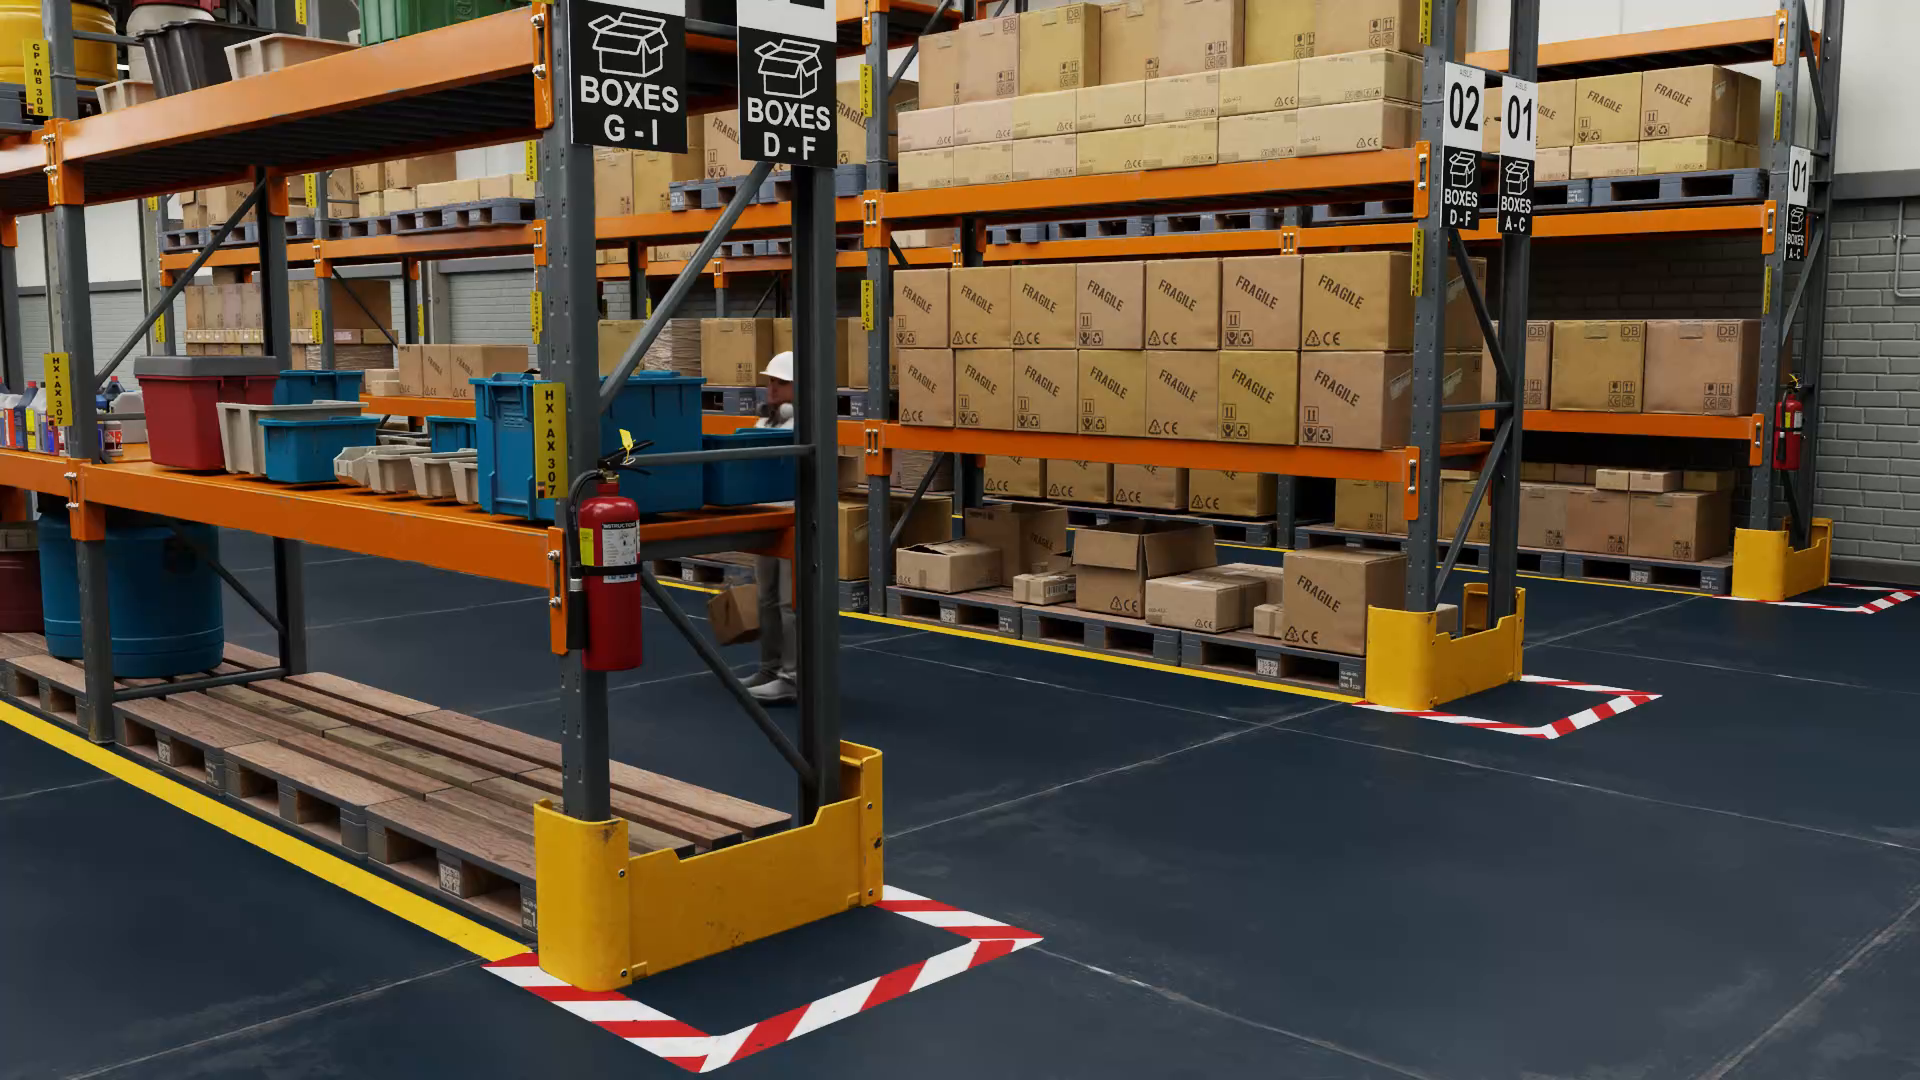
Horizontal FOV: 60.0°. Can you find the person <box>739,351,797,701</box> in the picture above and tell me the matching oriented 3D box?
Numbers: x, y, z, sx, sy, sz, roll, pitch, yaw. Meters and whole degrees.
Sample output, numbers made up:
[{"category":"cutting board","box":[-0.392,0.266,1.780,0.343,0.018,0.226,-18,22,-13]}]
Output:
[{"category":"person","box":[-0.955,-0.072,8.543,0.467,1.785,0.566,-6,9,-42]}]
